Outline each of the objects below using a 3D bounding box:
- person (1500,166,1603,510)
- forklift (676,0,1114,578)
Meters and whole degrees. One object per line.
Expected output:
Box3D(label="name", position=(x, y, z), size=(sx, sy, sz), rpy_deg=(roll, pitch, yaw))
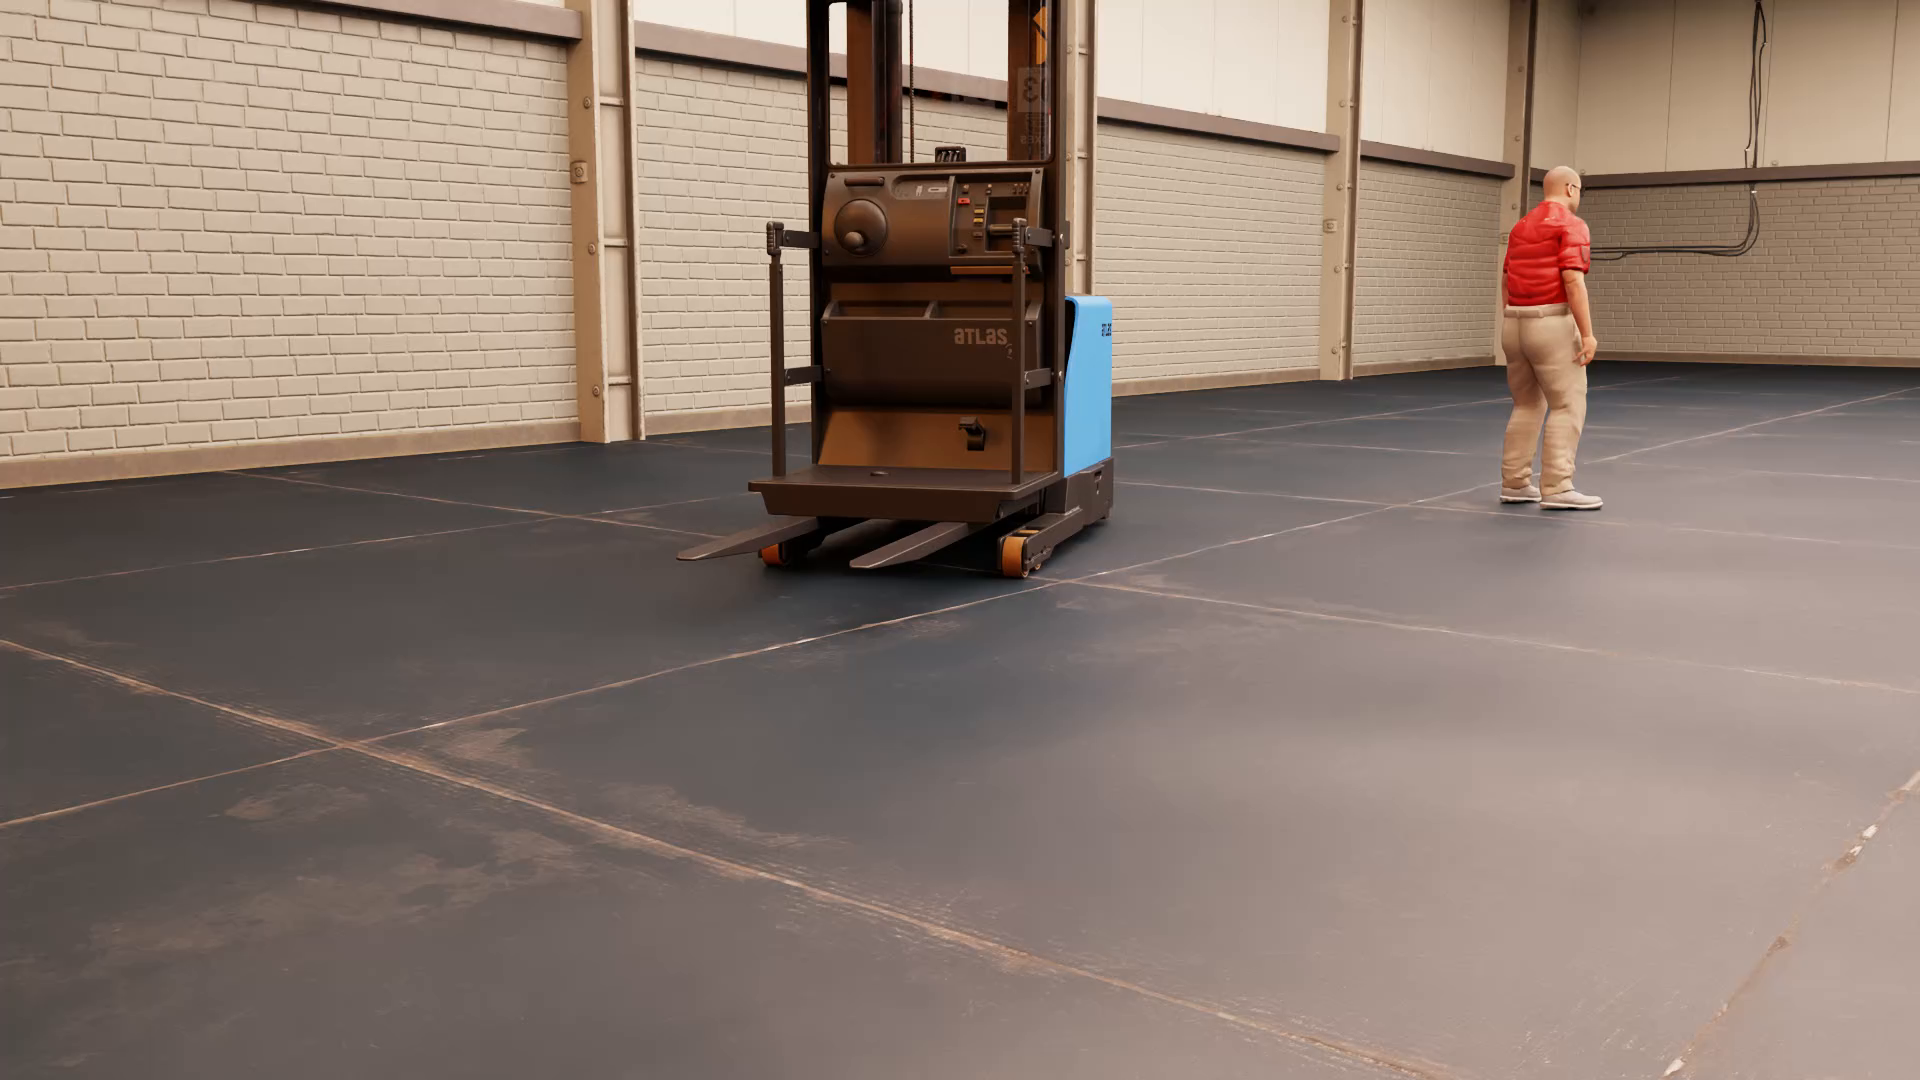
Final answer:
Box3D(label="person", position=(3.015, -1.040, 8.537), size=(0.392, 1.727, 0.585), rpy_deg=(-3, 9, -21))
Box3D(label="forklift", position=(-0.176, -1.366, 6.616), size=(1.130, 2.935, 3.031), rpy_deg=(3, 9, 17))
